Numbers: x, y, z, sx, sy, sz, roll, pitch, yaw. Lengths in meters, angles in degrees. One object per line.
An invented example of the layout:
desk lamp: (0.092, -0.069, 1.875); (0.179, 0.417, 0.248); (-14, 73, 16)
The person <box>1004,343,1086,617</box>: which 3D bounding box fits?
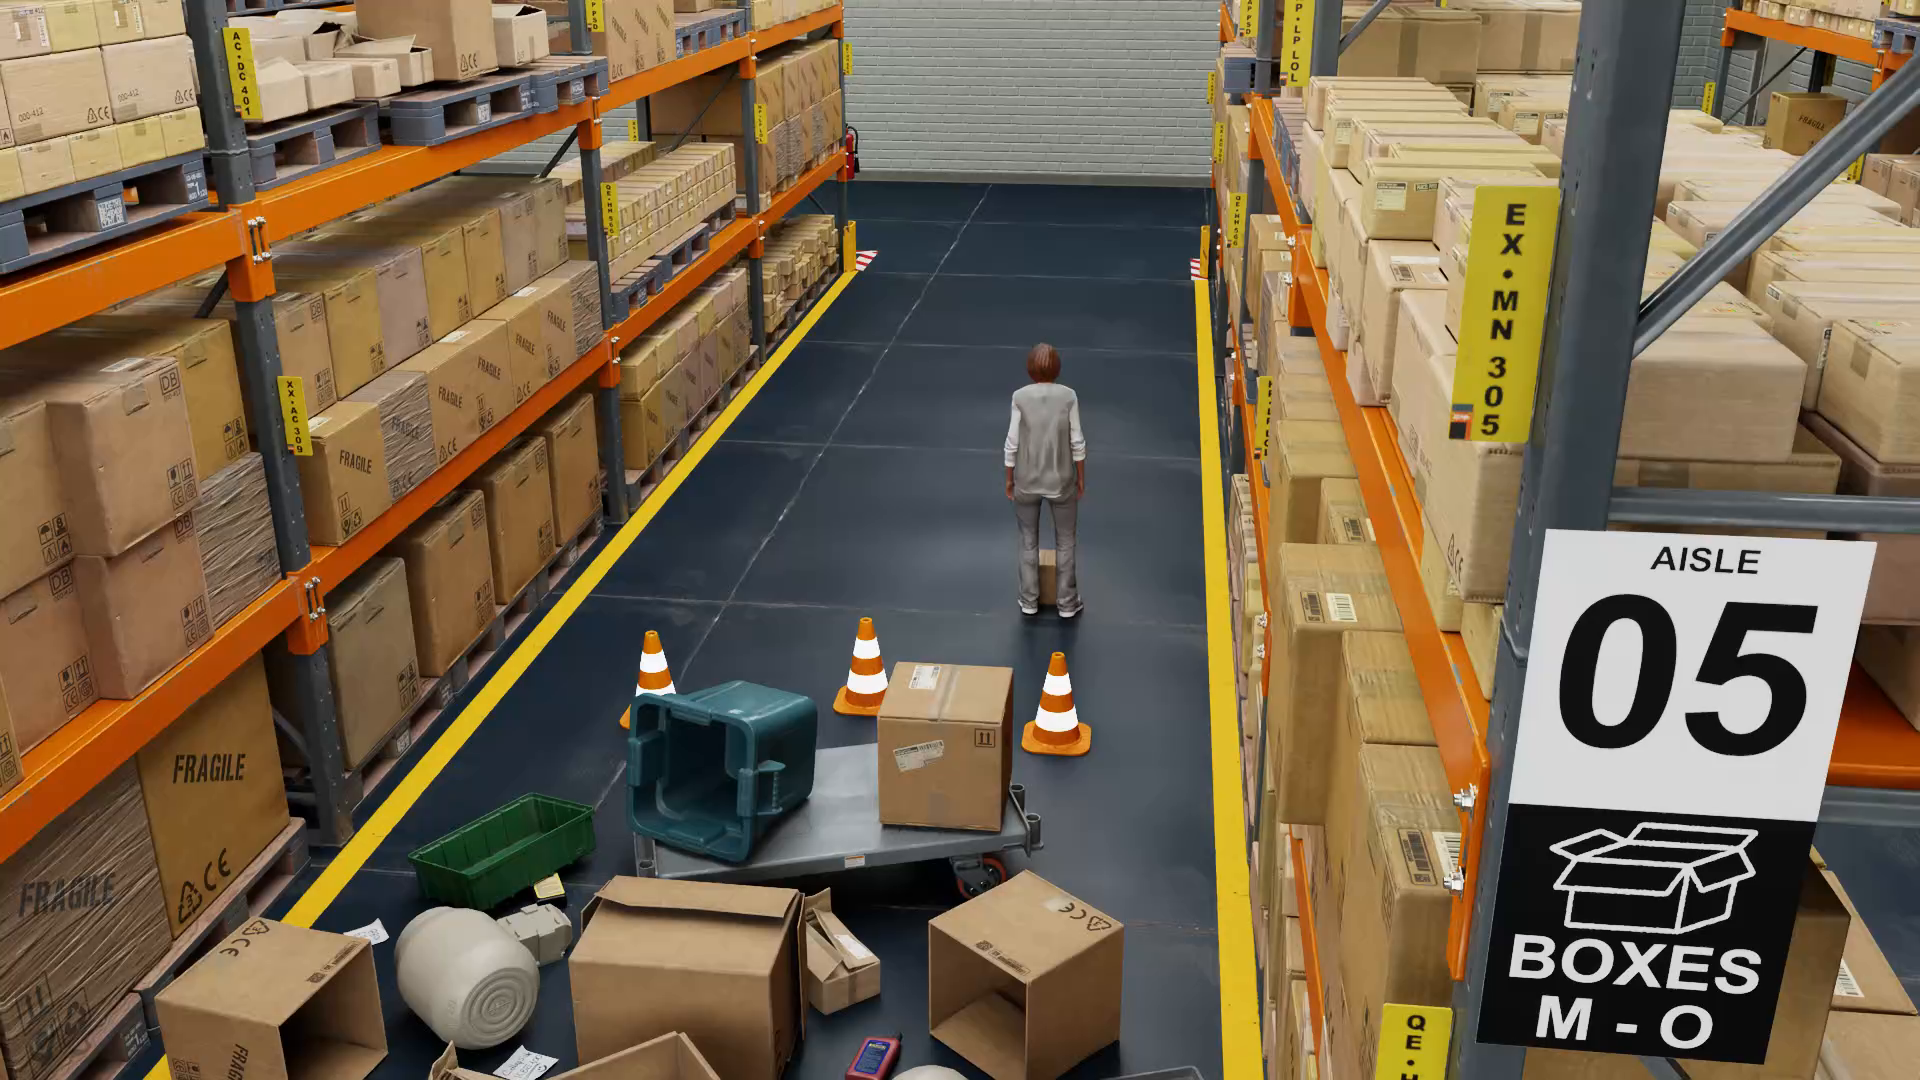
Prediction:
person: (0.484, -0.324, 9.425); (0.470, 1.592, 0.377); (2, 22, 4)
